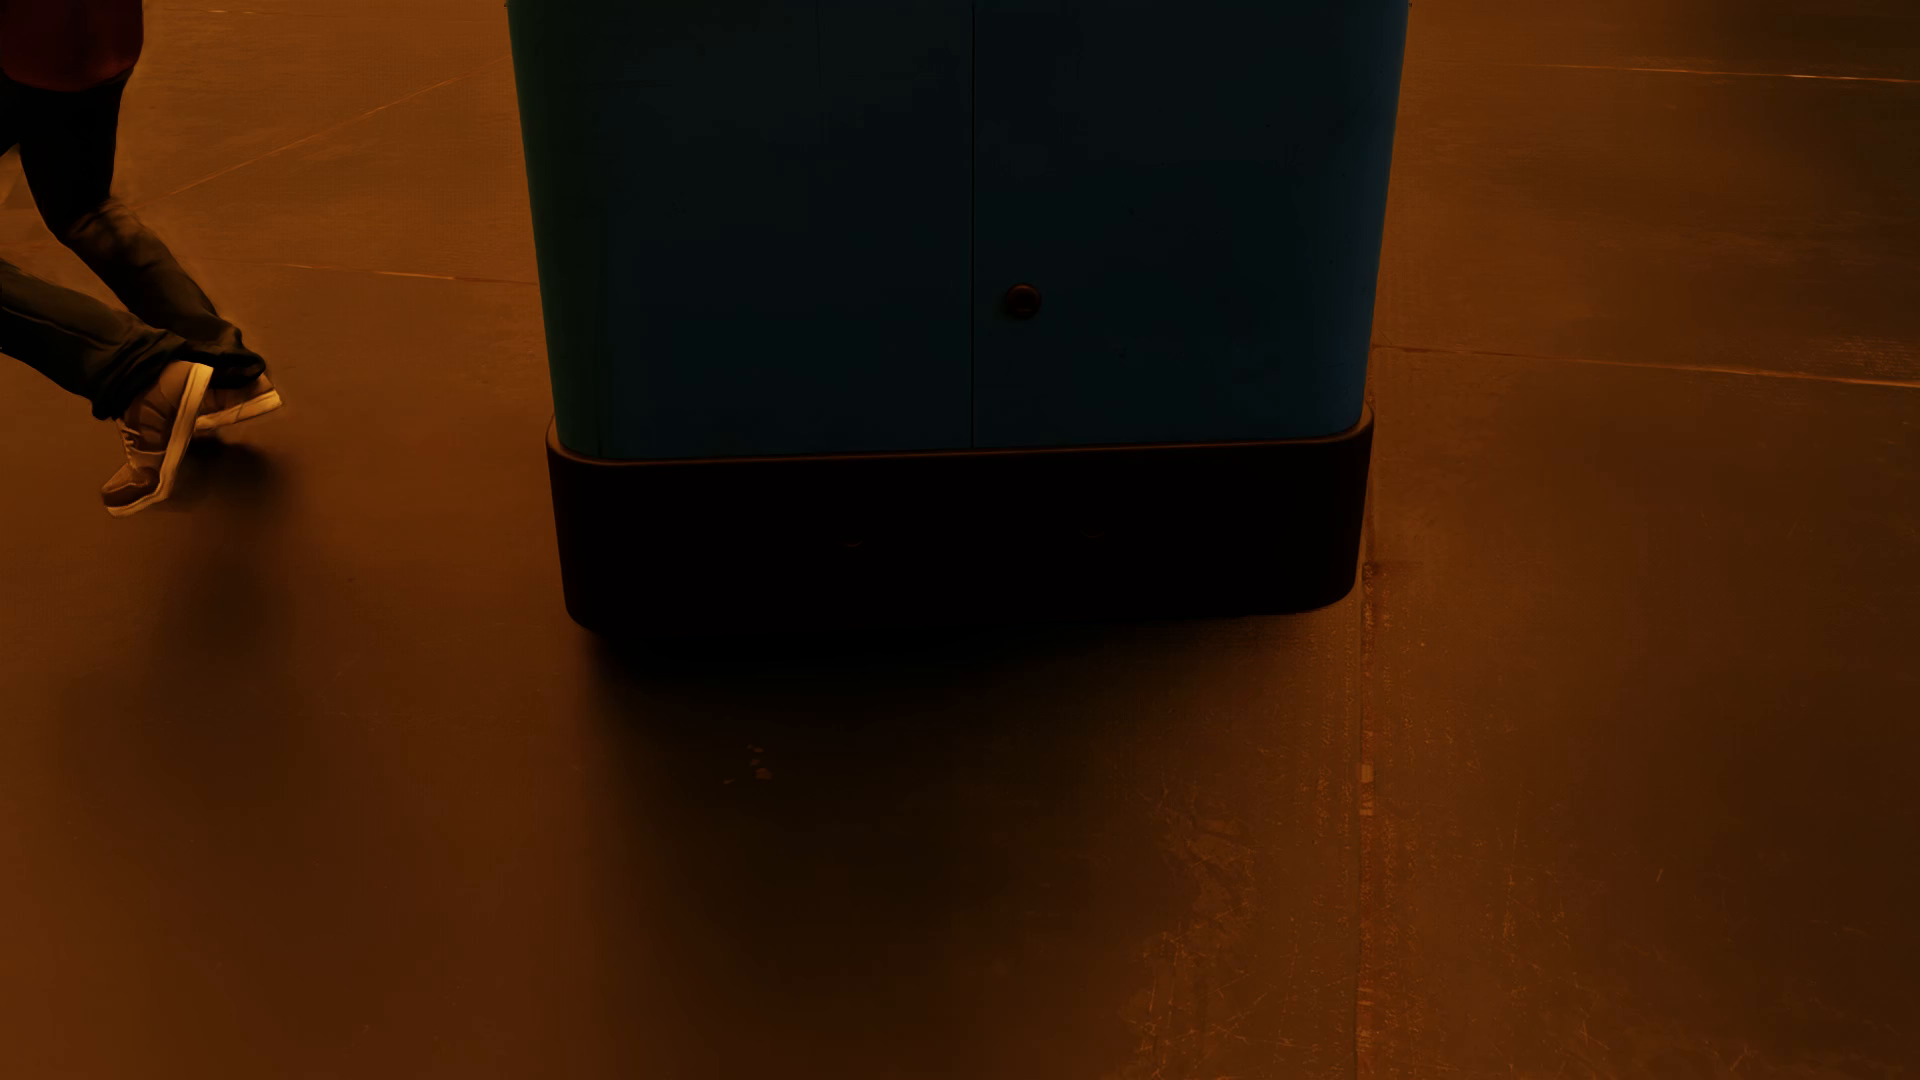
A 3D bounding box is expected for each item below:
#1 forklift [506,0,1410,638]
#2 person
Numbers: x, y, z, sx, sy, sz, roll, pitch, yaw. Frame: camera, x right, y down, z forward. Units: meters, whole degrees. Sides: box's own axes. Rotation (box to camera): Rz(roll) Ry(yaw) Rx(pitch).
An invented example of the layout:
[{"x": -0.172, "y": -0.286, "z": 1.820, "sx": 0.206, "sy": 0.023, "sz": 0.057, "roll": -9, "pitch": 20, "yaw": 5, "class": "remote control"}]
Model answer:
[{"x": -0.106, "y": -1.815, "z": 2.844, "sx": 1.130, "sy": 2.935, "sz": 3.031, "roll": -2, "pitch": 27, "yaw": -4, "class": "forklift"}, {"x": -1.258, "y": -0.855, "z": 2.479, "sx": 0.607, "sy": 1.516, "sz": 0.862, "roll": 1, "pitch": 27, "yaw": 3, "class": "person"}]
